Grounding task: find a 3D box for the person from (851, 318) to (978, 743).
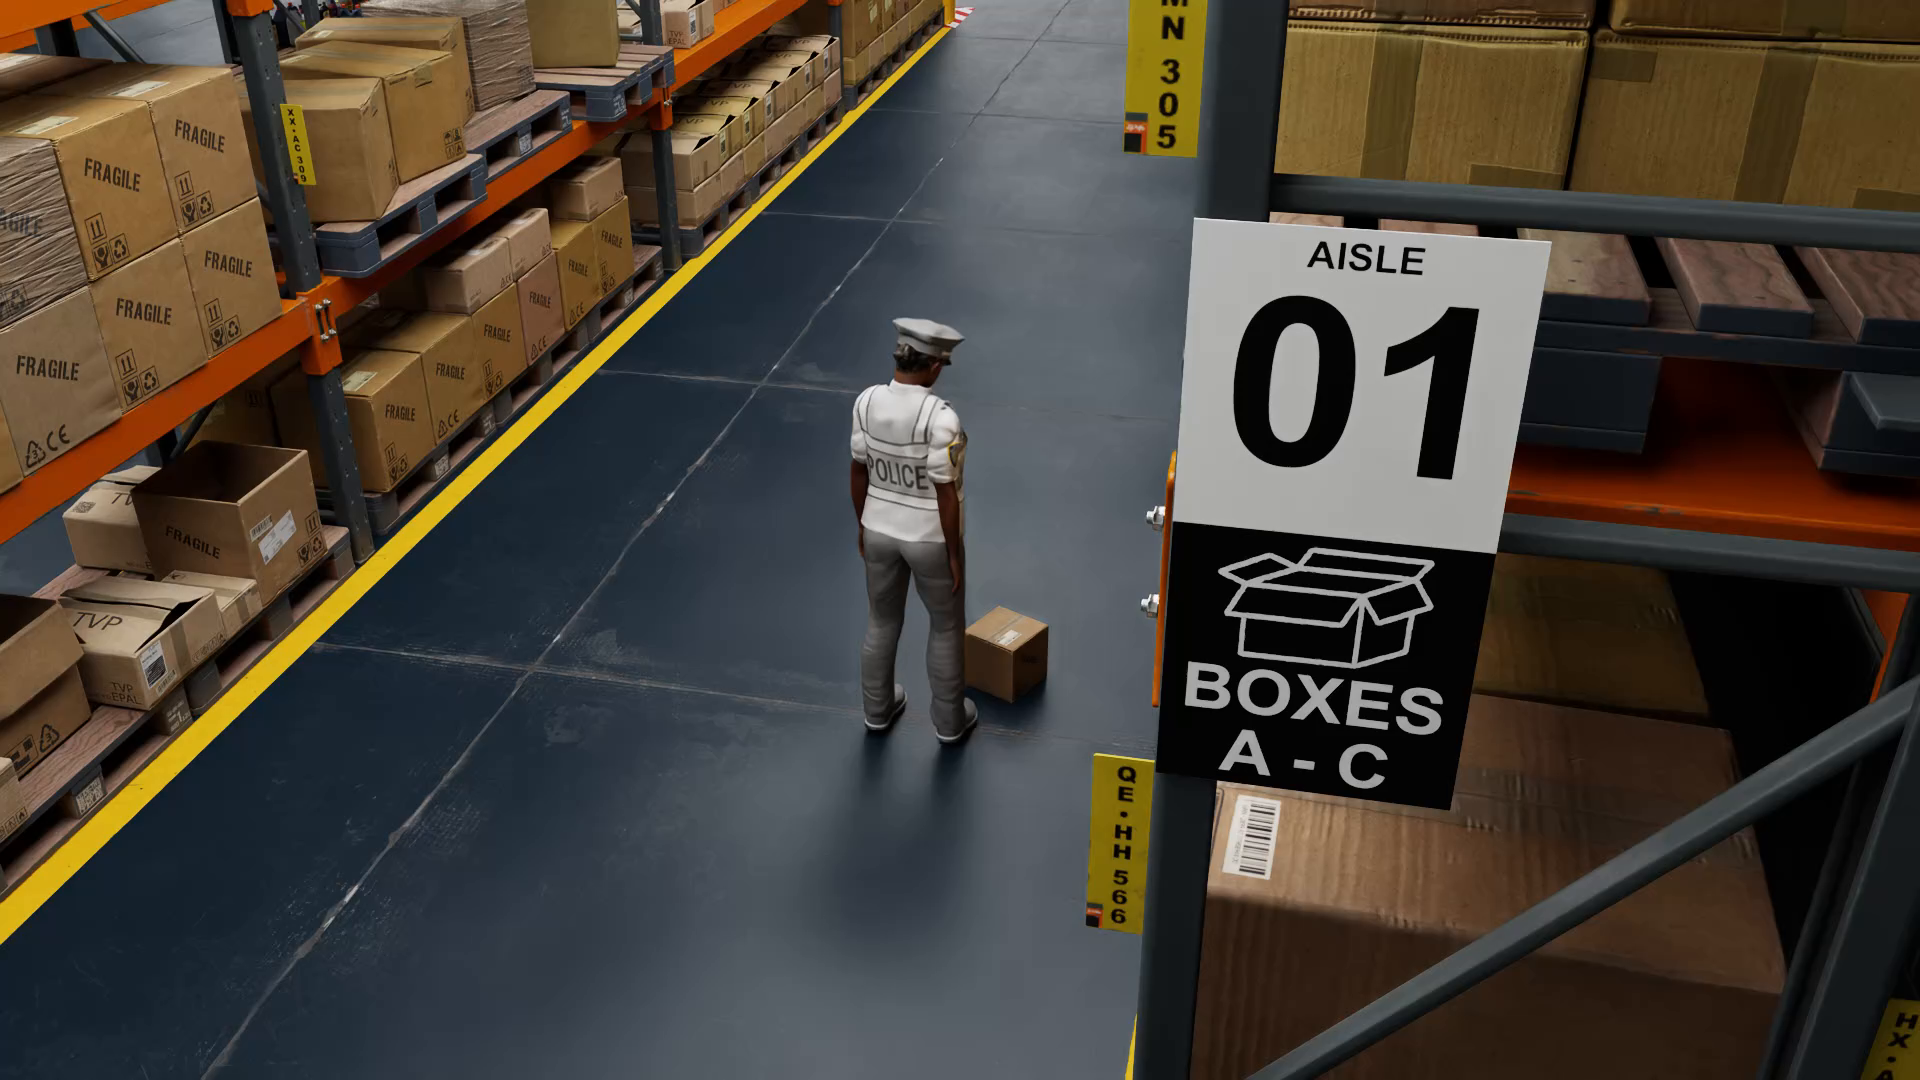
[{"bbox_3d":[-0.160,-0.018,6.129,0.483,1.656,0.402,15,32,25],"label":"person"}]
